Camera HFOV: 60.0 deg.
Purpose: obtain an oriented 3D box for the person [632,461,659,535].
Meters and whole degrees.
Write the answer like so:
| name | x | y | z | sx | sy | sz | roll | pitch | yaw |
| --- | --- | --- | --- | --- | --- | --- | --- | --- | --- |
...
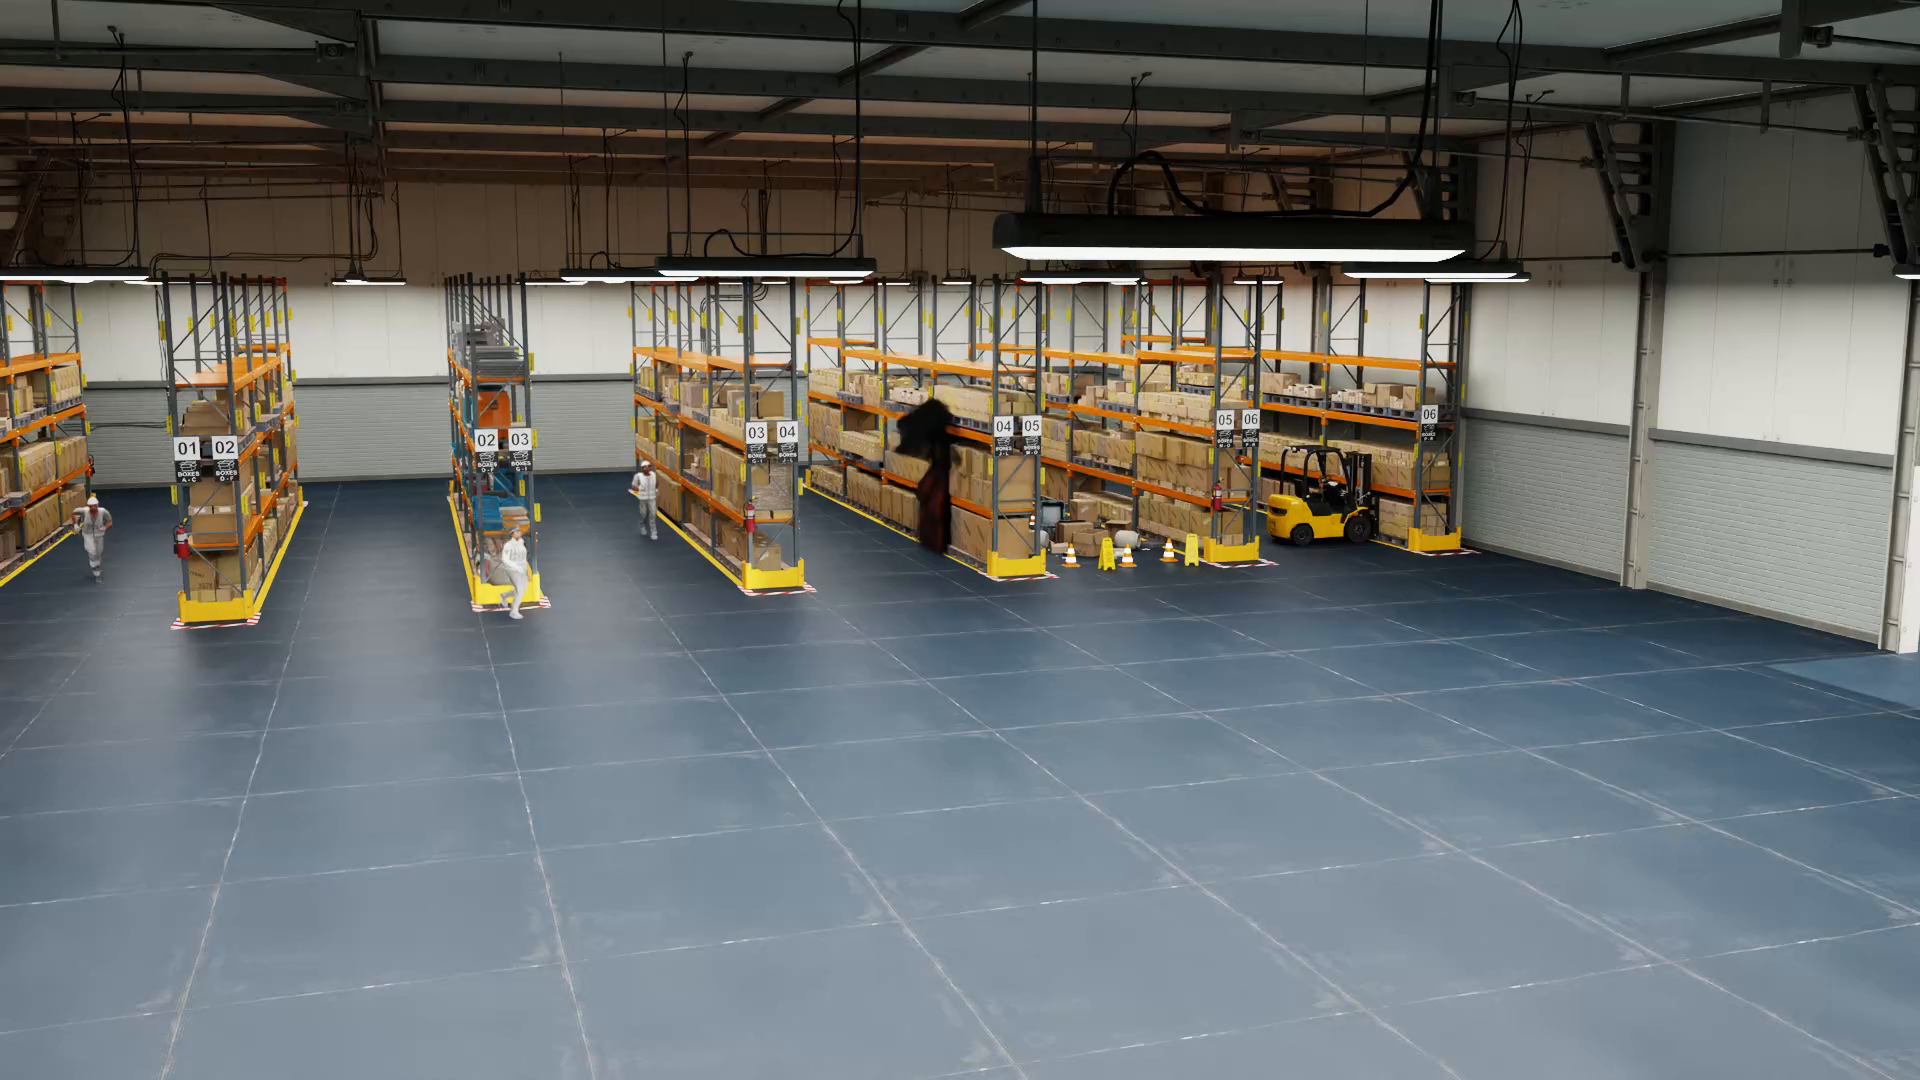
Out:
| name | x | y | z | sx | sy | sz | roll | pitch | yaw |
| --- | --- | --- | --- | --- | --- | --- | --- | --- | --- |
| person | -7.210 | -0.971 | 38.174 | 0.667 | 1.709 | 0.785 | -4 | 9 | -24 |

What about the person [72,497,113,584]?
| name | x | y | z | sx | sy | sz | roll | pitch | yaw |
| --- | --- | --- | --- | --- | --- | --- | --- | --- | --- |
| person | -17.087 | -0.021 | 32.798 | 0.706 | 1.731 | 1.055 | -5 | 10 | -30 |

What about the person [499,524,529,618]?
| name | x | y | z | sx | sy | sz | roll | pitch | yaw |
| --- | --- | --- | --- | --- | --- | --- | --- | --- | --- |
| person | -7.822 | 0.536 | 29.163 | 0.627 | 1.672 | 0.641 | 3 | 9 | 21 |
